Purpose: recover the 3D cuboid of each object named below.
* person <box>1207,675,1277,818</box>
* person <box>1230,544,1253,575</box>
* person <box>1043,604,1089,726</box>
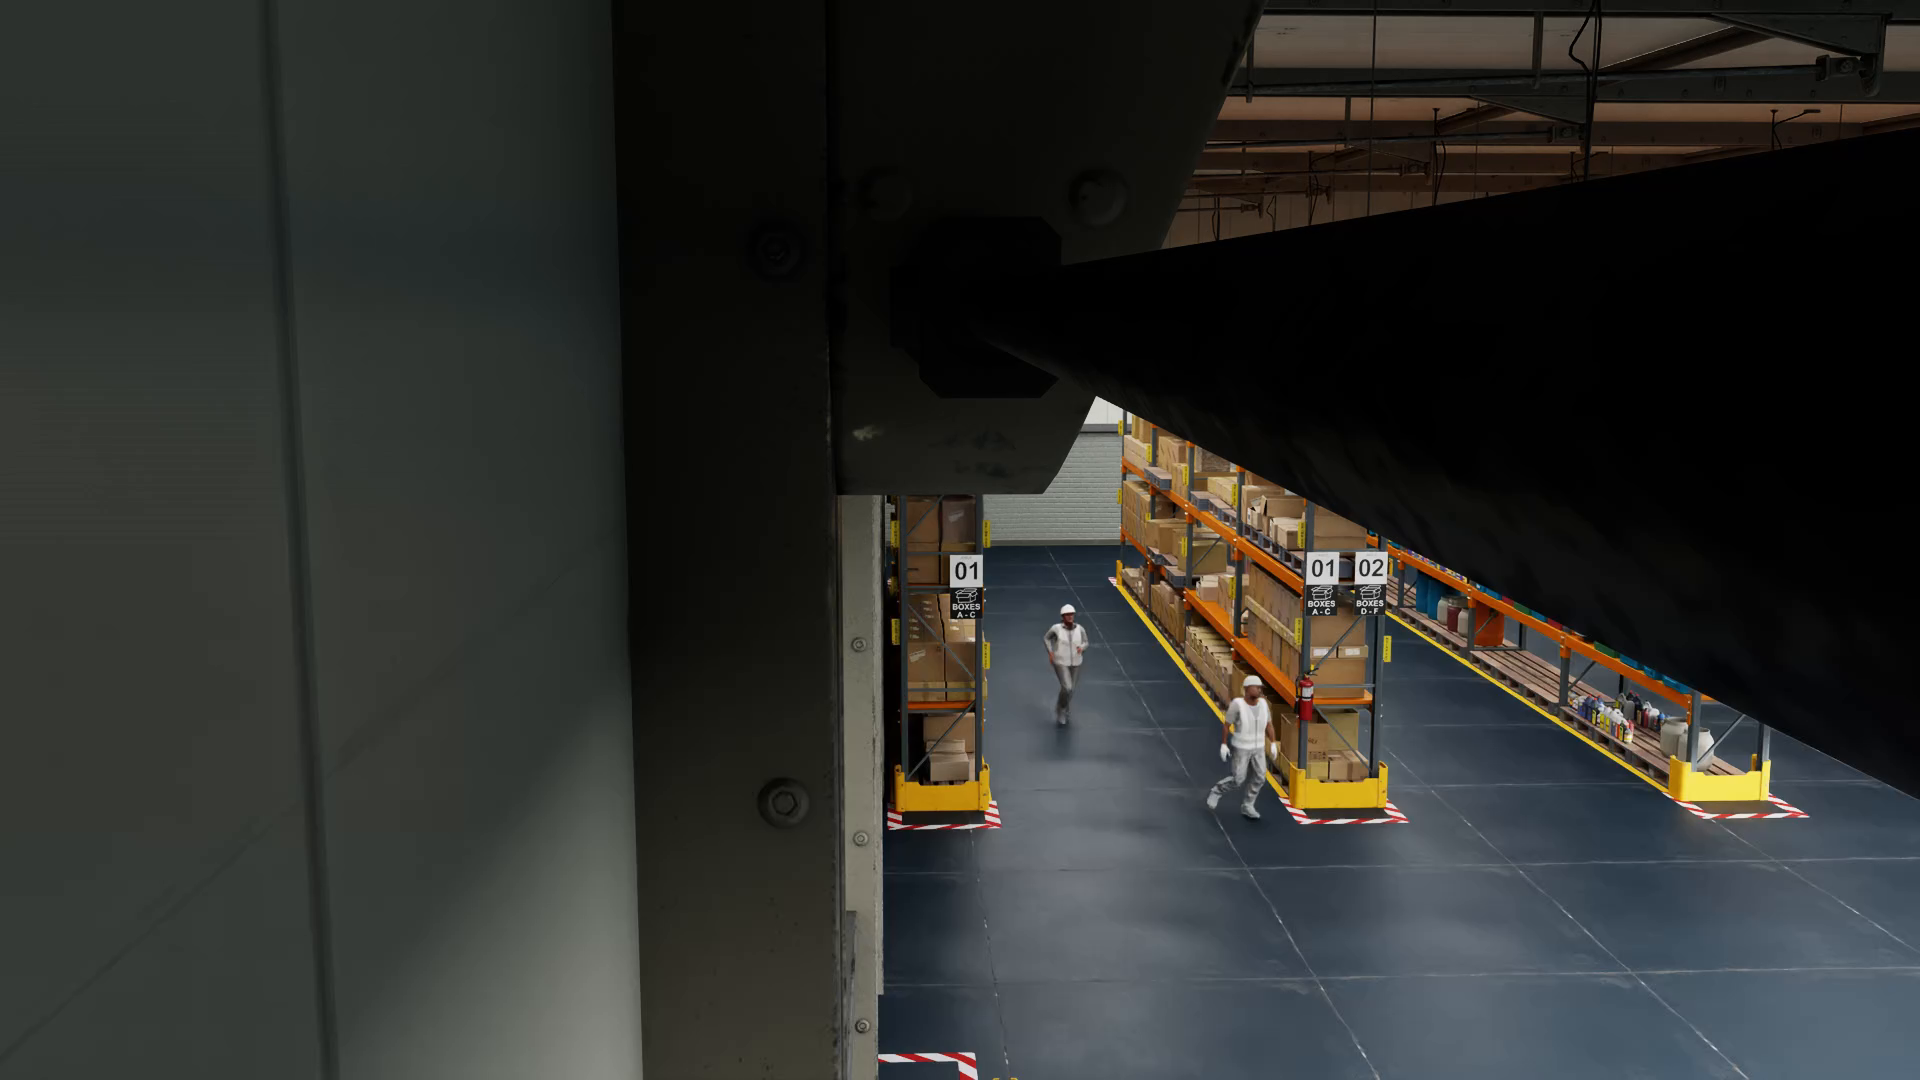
[{"bbox_3d":[3.418,2.489,20.164,0.720,1.743,0.591,-4,9,-27],"label":"person"},{"bbox_3d":[5.956,0.411,34.870,0.572,1.604,0.627,-3,9,-18],"label":"person"},{"bbox_3d":[1.600,1.840,24.631,0.623,1.795,0.716,-3,9,-18],"label":"person"}]
